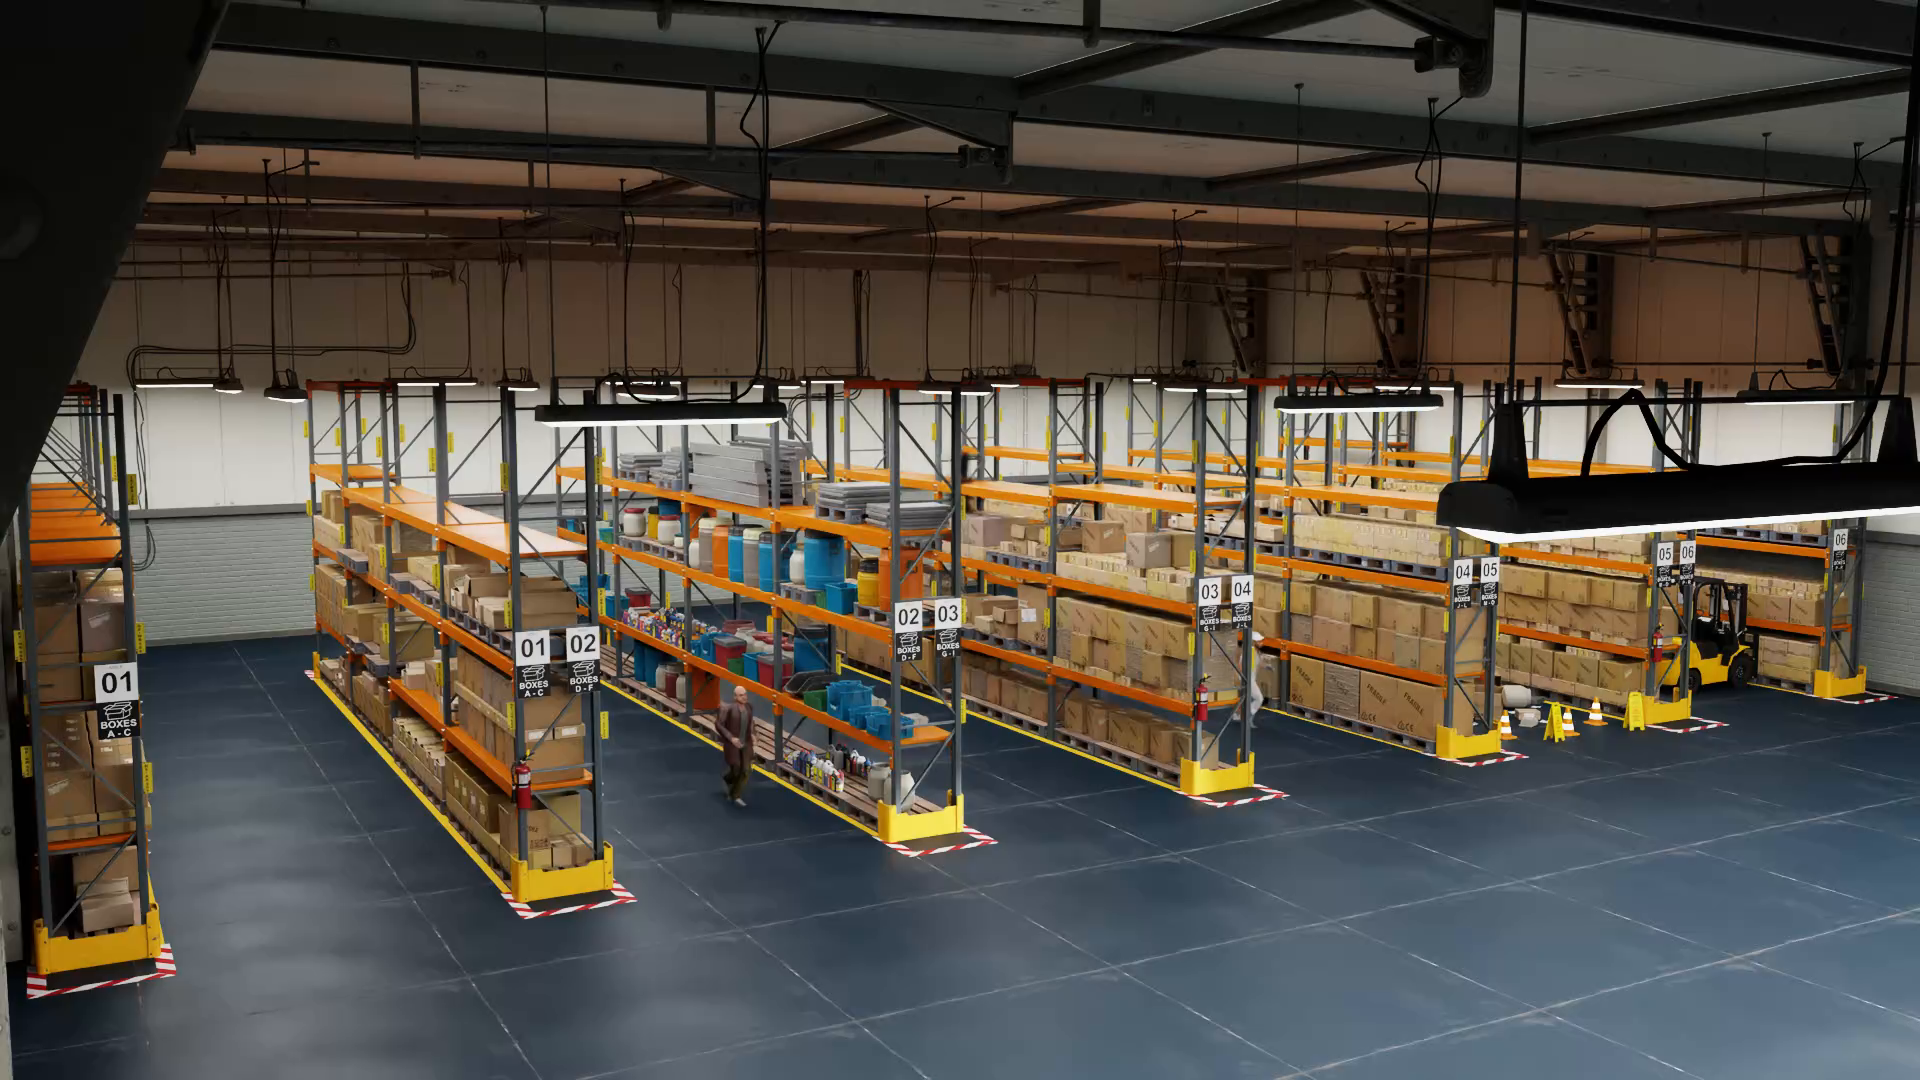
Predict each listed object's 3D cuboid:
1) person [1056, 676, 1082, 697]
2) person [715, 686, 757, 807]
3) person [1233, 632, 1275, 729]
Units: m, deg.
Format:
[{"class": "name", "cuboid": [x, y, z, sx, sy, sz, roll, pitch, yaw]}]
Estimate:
[{"class": "person", "cuboid": [2.049, 2.203, 31.687, 0.630, 1.618, 0.956, -6, 8, -43]}, {"class": "person", "cuboid": [-3.264, 2.939, 23.961, 0.695, 1.736, 0.708, -4, 7, -34]}, {"class": "person", "cuboid": [5.085, 2.427, 28.939, 0.745, 1.706, 0.702, 2, 6, 20]}]
